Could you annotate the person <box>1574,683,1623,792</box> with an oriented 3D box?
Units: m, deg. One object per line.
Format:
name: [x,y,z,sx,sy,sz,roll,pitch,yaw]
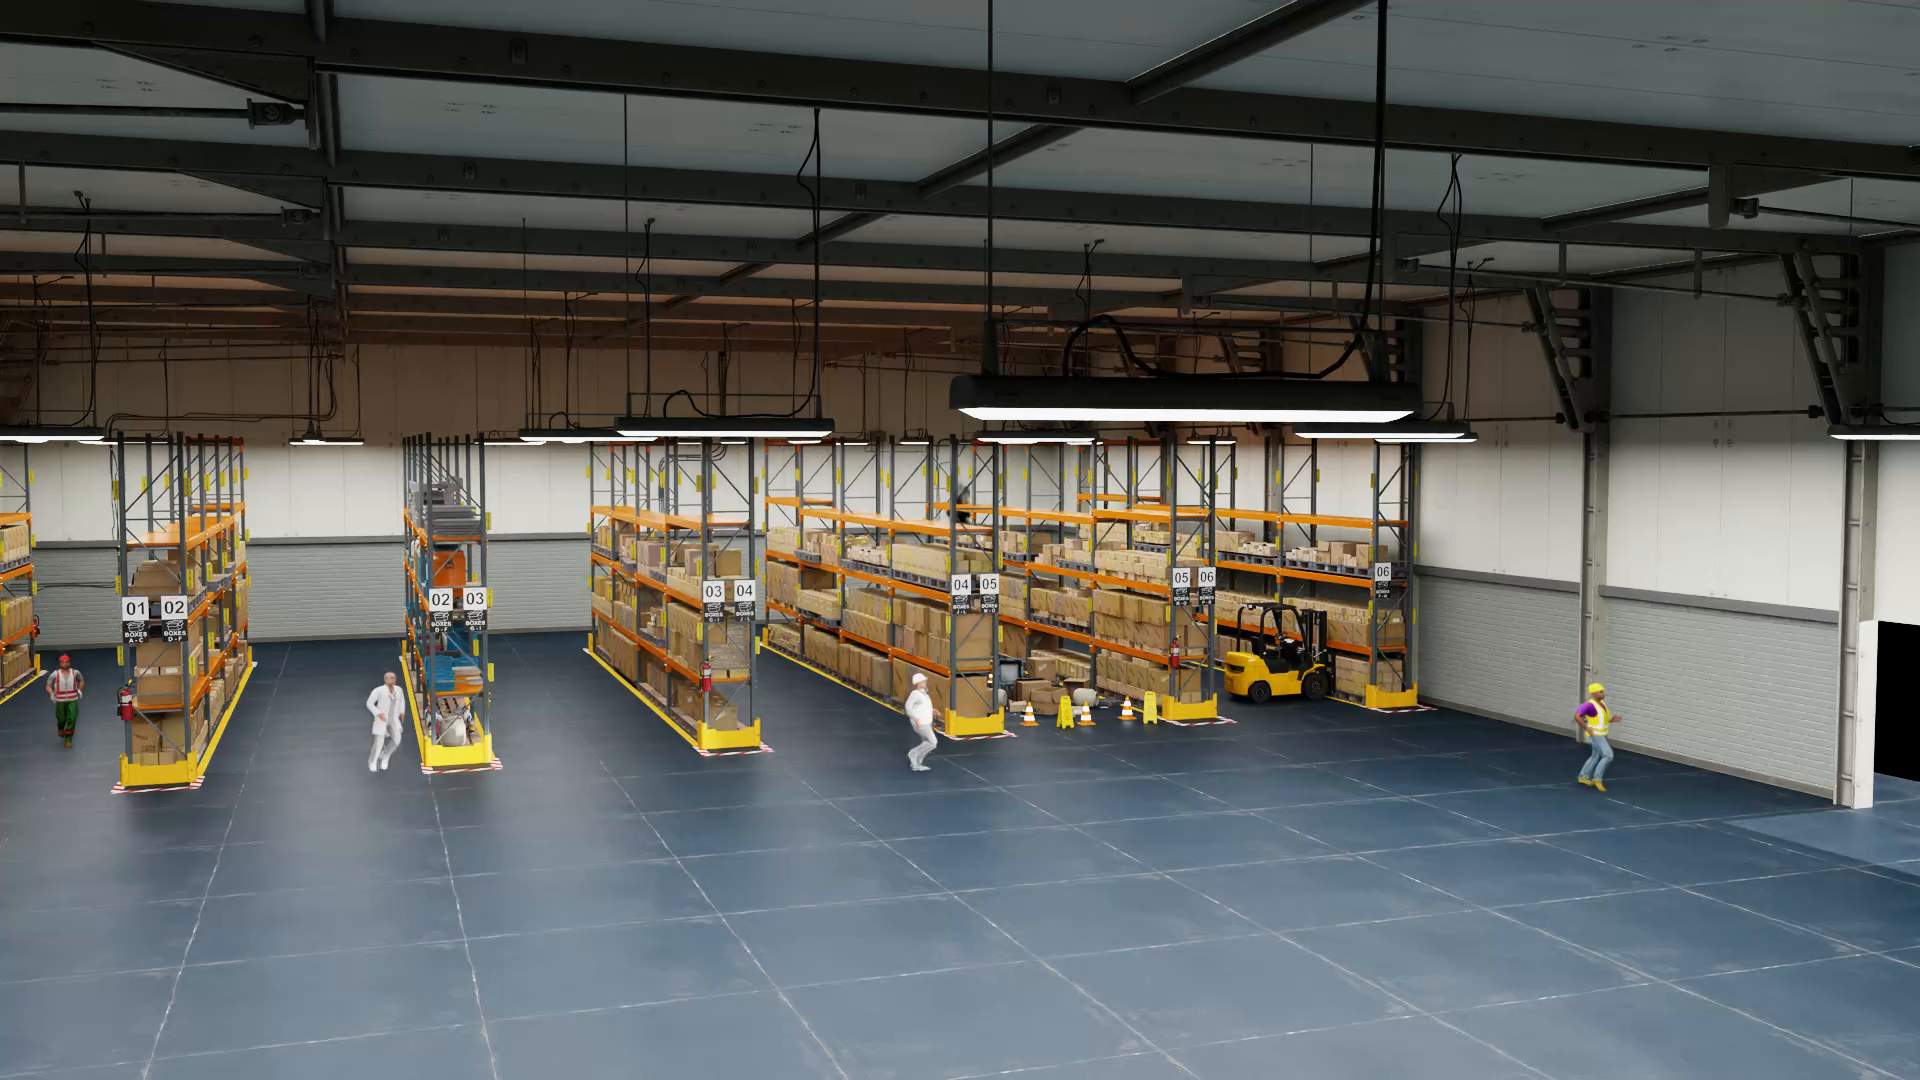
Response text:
person: [10.691,3.304,27.824,0.696,1.809,0.674,2,4,37]

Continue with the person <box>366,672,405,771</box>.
person: [-10.166,3.218,29.569,0.758,1.729,0.649,-3,4,-44]

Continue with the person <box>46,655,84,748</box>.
person: [-17.139,3.082,31.894,0.657,1.759,0.785,-2,4,-35]

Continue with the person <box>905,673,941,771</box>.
person: [-0.630,3.226,29.404,0.575,1.729,0.657,1,3,14]
